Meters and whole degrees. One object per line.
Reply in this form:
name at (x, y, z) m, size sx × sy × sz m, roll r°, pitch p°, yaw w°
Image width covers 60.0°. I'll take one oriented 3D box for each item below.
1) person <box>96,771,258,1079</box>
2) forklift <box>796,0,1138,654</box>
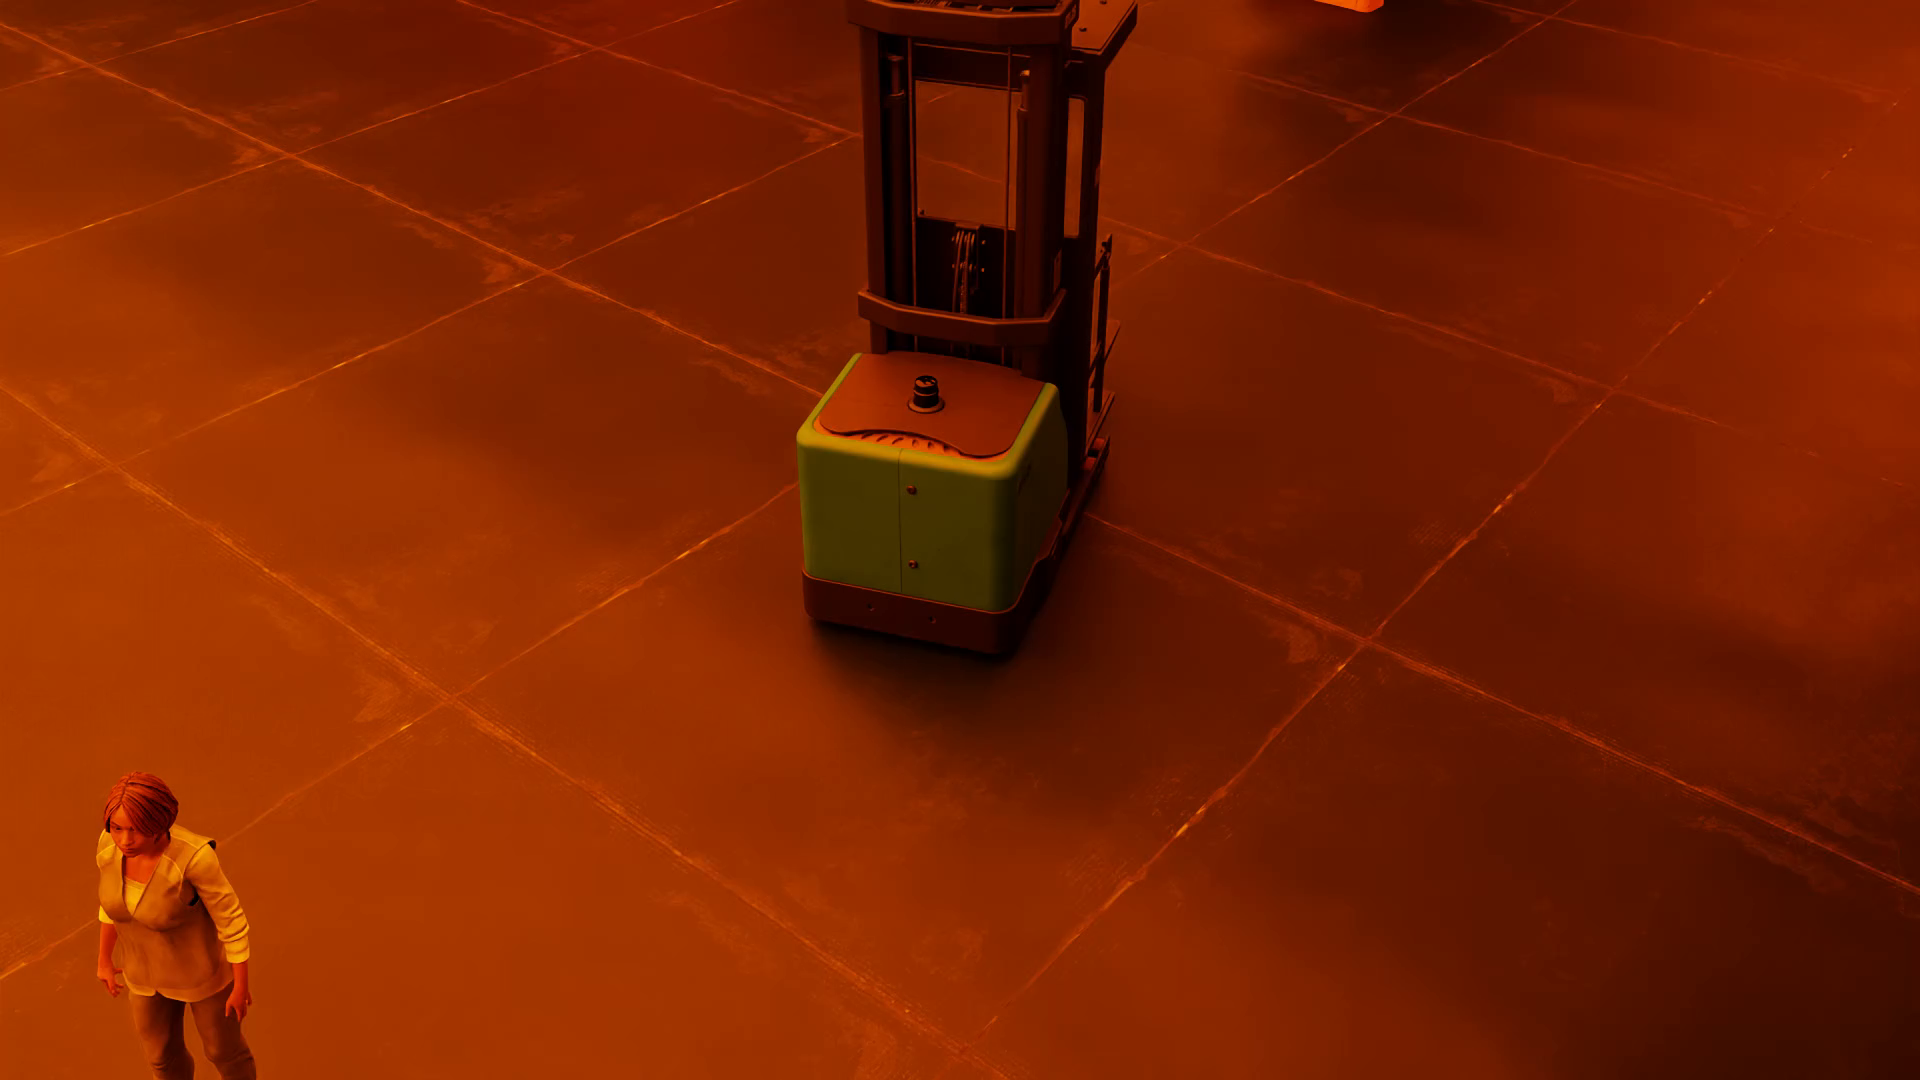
person at (-2.474, 1.409, 5.197) m, size 0.520 × 1.597 × 0.475 m, roll 6°, pitch 36°, yaw 8°
forklift at (0.182, -1.527, 8.118) m, size 1.130 × 2.935 × 3.031 m, roll 10°, pitch 37°, yaw 14°
